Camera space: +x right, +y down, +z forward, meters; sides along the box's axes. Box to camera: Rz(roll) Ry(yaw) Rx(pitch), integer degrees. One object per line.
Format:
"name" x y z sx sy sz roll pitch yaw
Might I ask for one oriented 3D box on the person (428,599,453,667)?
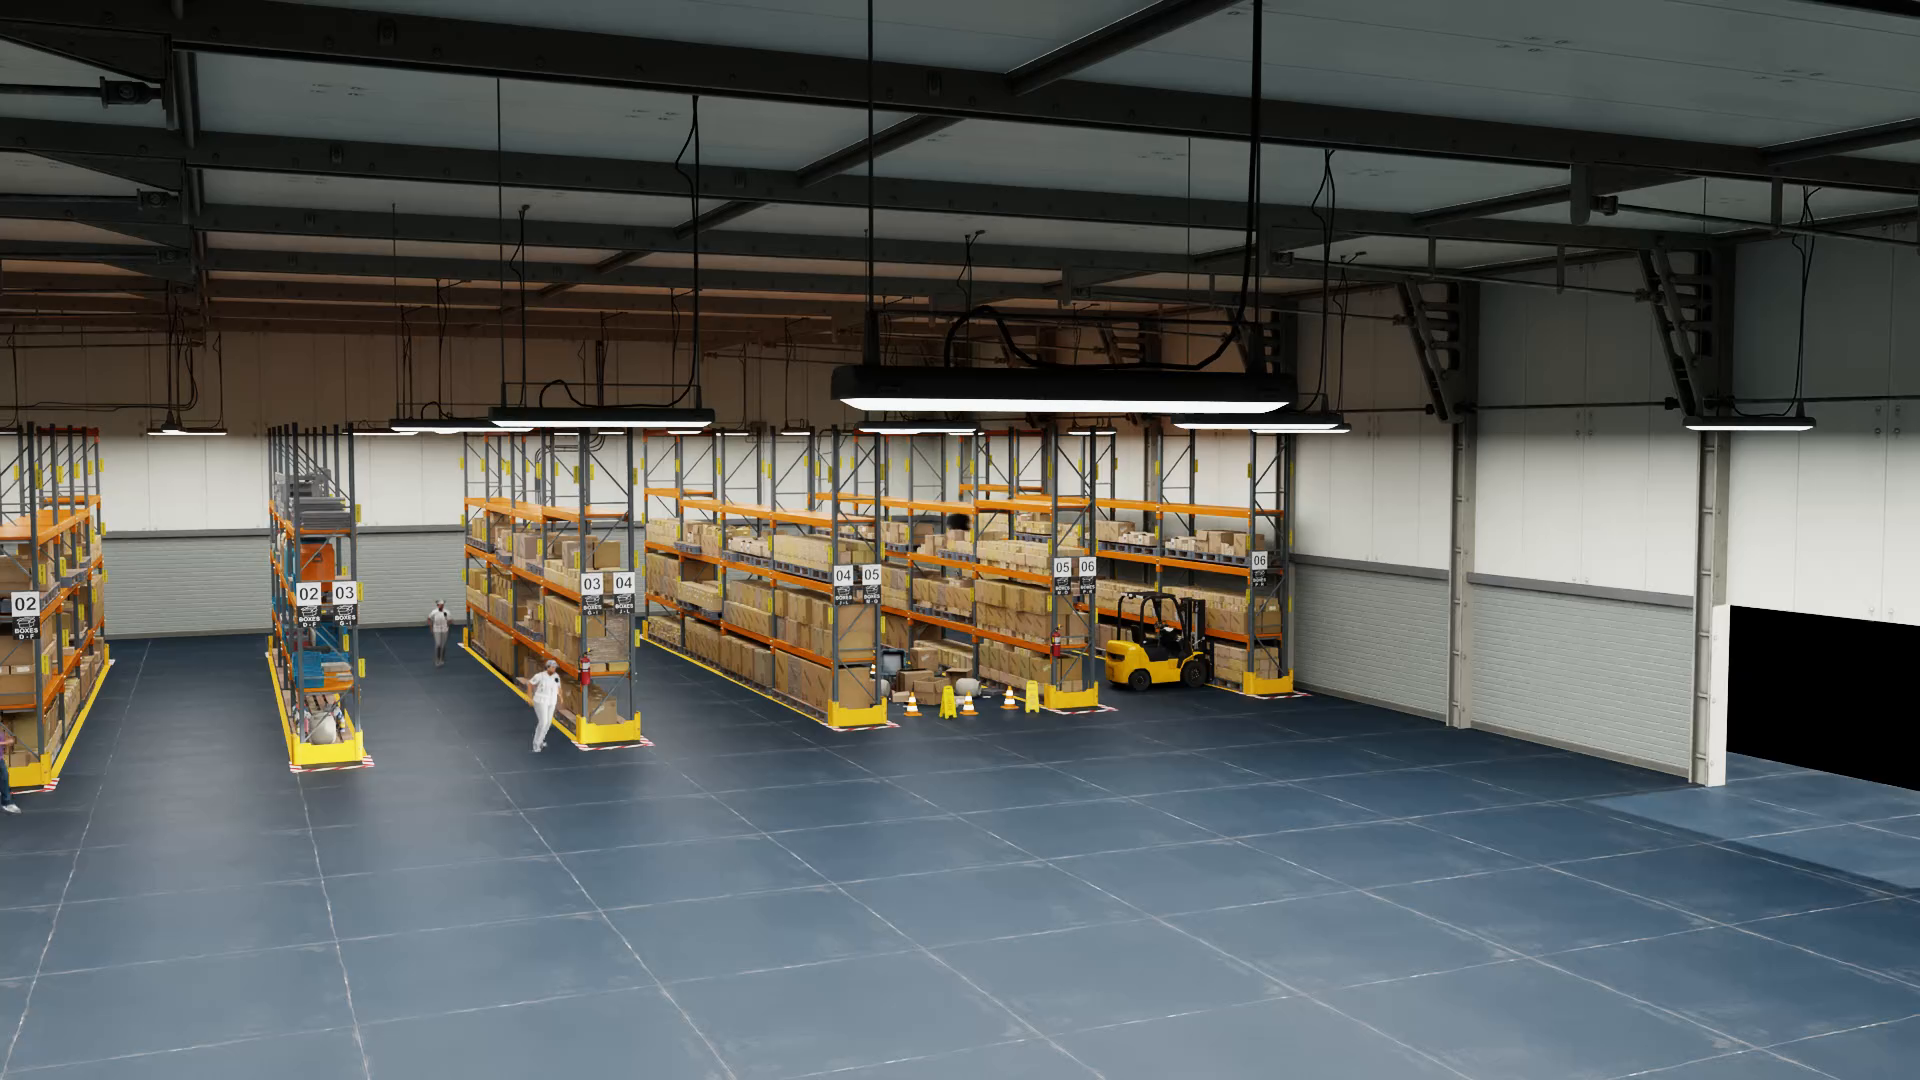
"person" -13.048 2.343 41.806 0.579 1.741 0.726 -2 4 -26

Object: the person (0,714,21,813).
"person" -14.723 3.355 25.219 0.854 1.609 0.515 0 3 -4

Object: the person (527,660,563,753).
"person" -7.614 3.058 30.564 0.746 1.714 0.626 3 5 42
